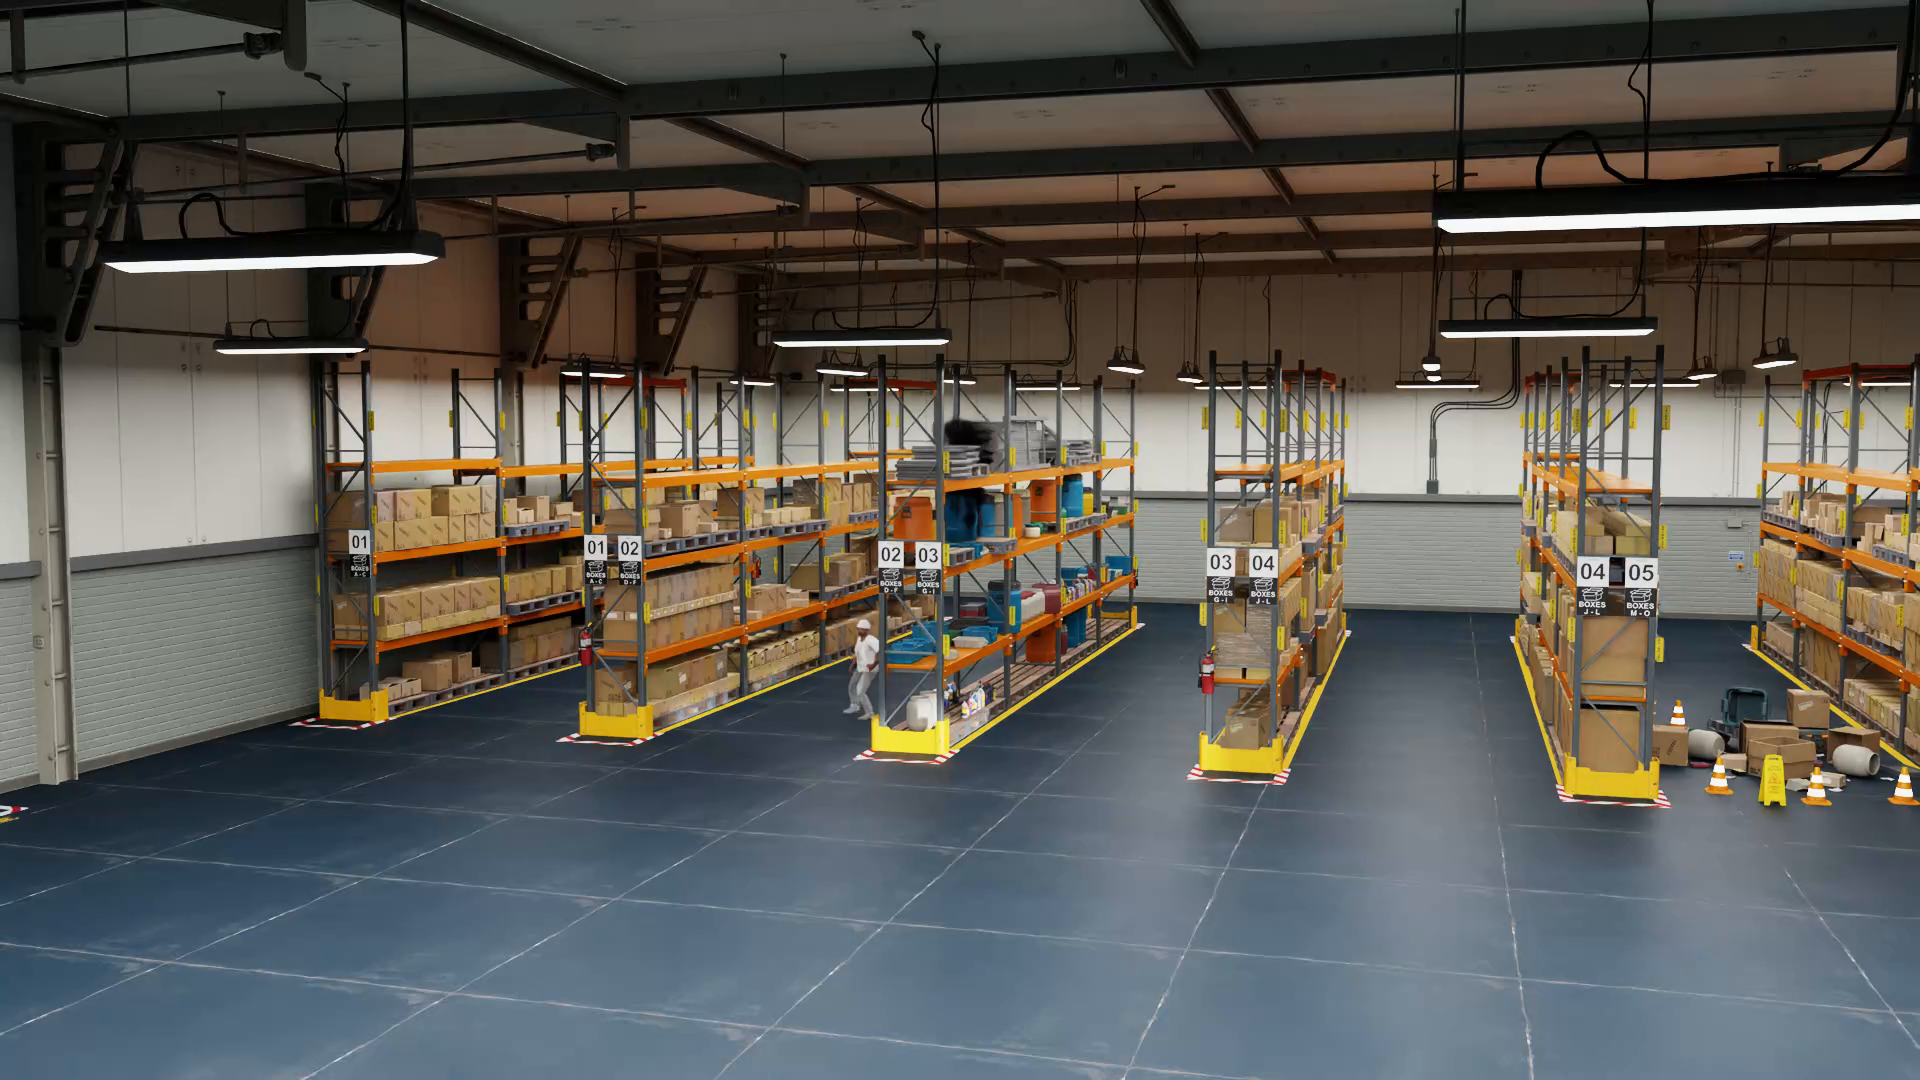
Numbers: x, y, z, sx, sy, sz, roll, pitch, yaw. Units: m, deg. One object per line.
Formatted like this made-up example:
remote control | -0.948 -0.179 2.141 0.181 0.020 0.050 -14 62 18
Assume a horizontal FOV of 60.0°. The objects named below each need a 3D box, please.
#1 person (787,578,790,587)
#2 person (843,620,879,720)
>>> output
person | -3.811 1.386 39.549 0.586 1.564 0.853 1 4 8
person | -1.659 2.169 28.000 0.457 1.692 0.998 -3 5 -33
